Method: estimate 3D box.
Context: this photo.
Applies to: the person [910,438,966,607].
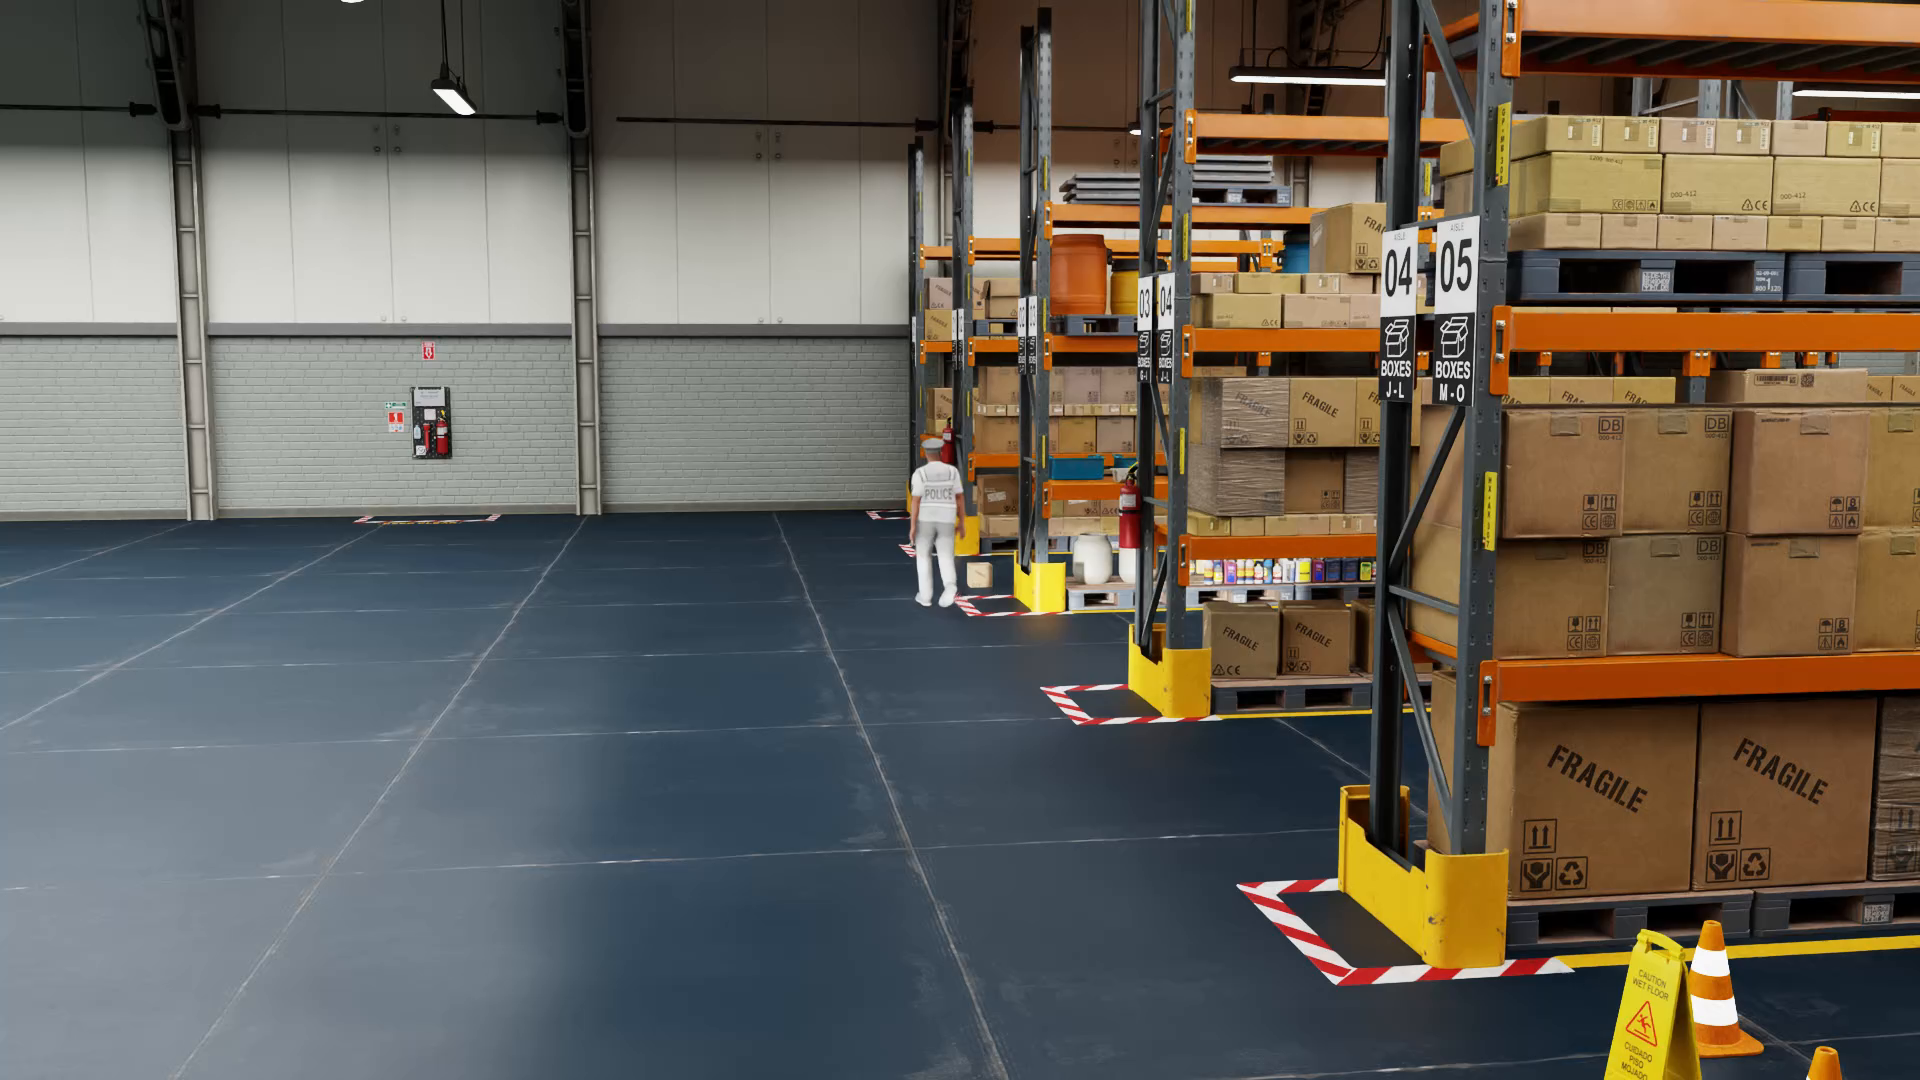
[{"bbox_3d":[-0.224,-0.166,17.079,0.591,1.741,0.854,-1,7,-10],"label":"person"}]
